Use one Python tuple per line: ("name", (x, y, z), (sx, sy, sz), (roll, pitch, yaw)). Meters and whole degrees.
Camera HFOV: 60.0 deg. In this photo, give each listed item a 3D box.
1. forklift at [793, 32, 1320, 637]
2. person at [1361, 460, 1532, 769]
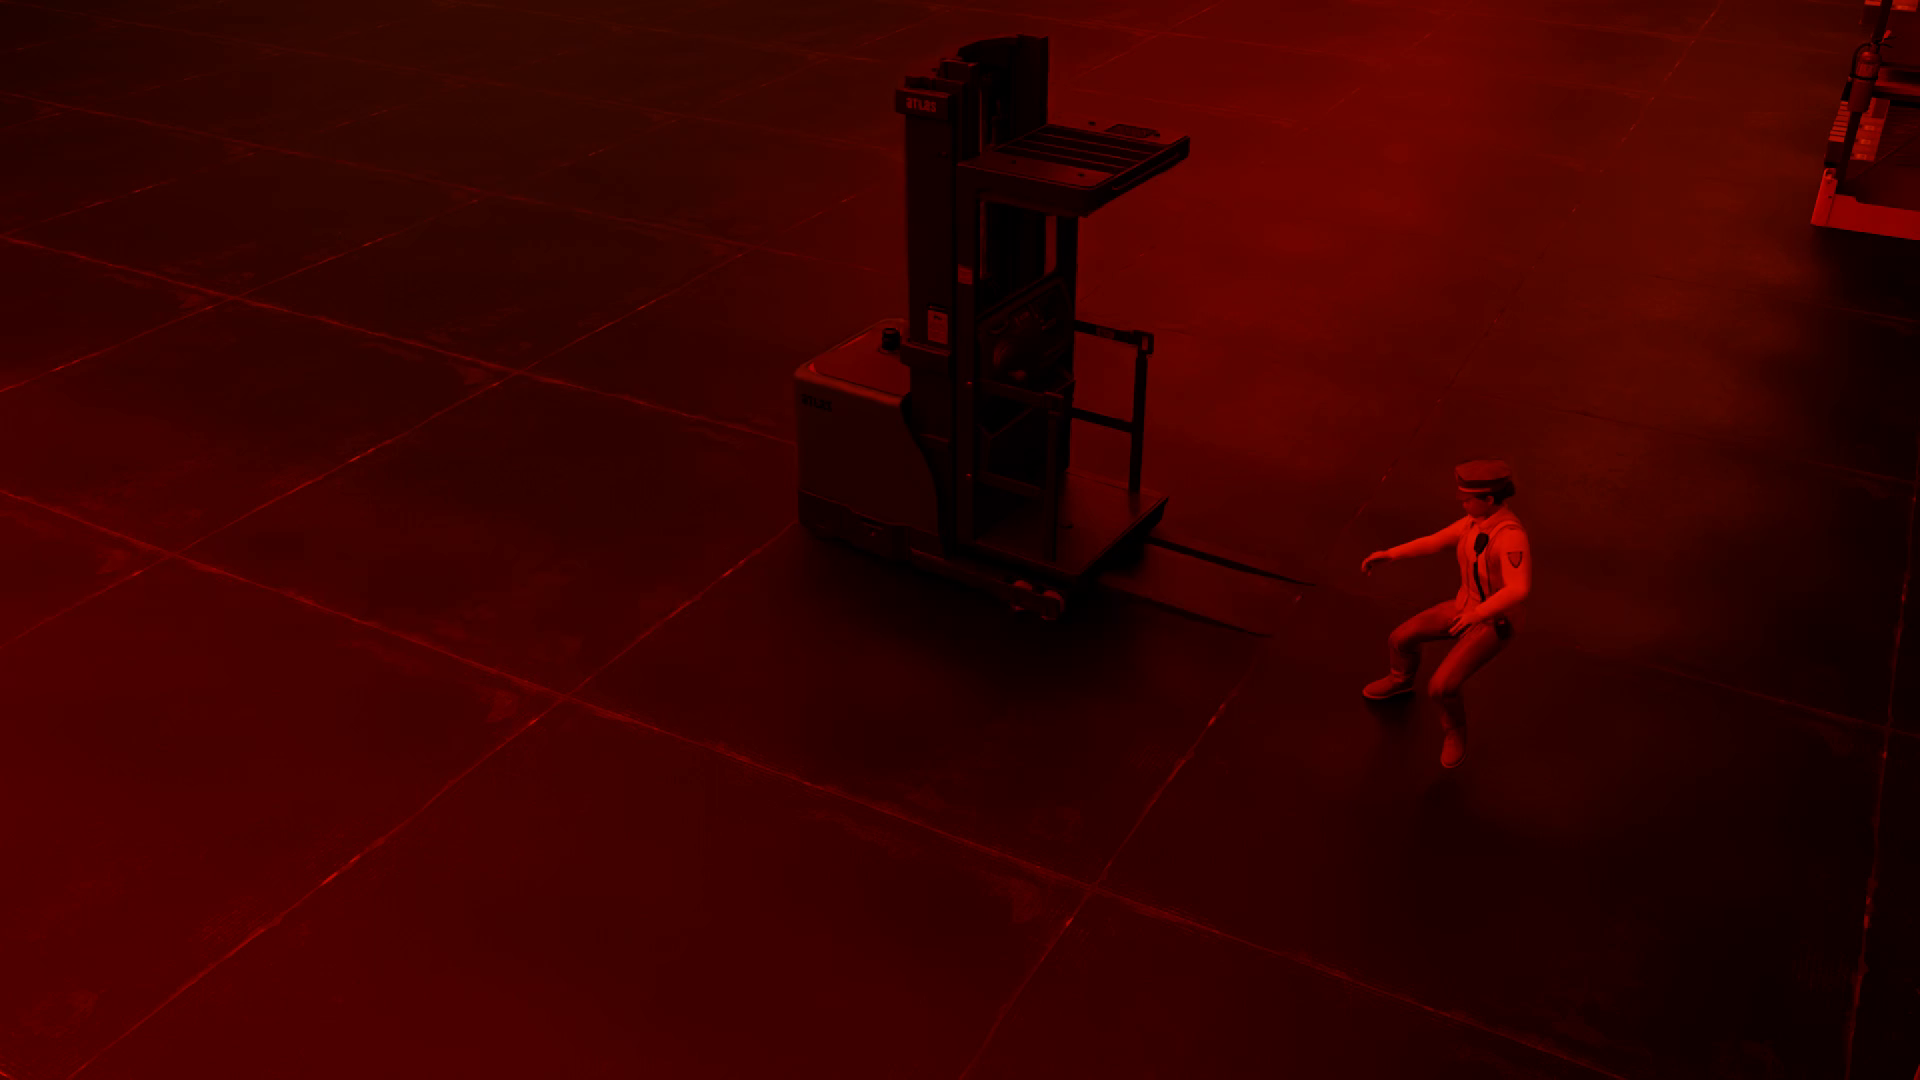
("forklift", (0.535, -1.124, 9.019), (3.031, 2.935, 1.130), (18, 35, 28))
("person", (2.327, 0.341, 7.941), (0.695, 1.465, 0.894), (-4, 30, -7))
